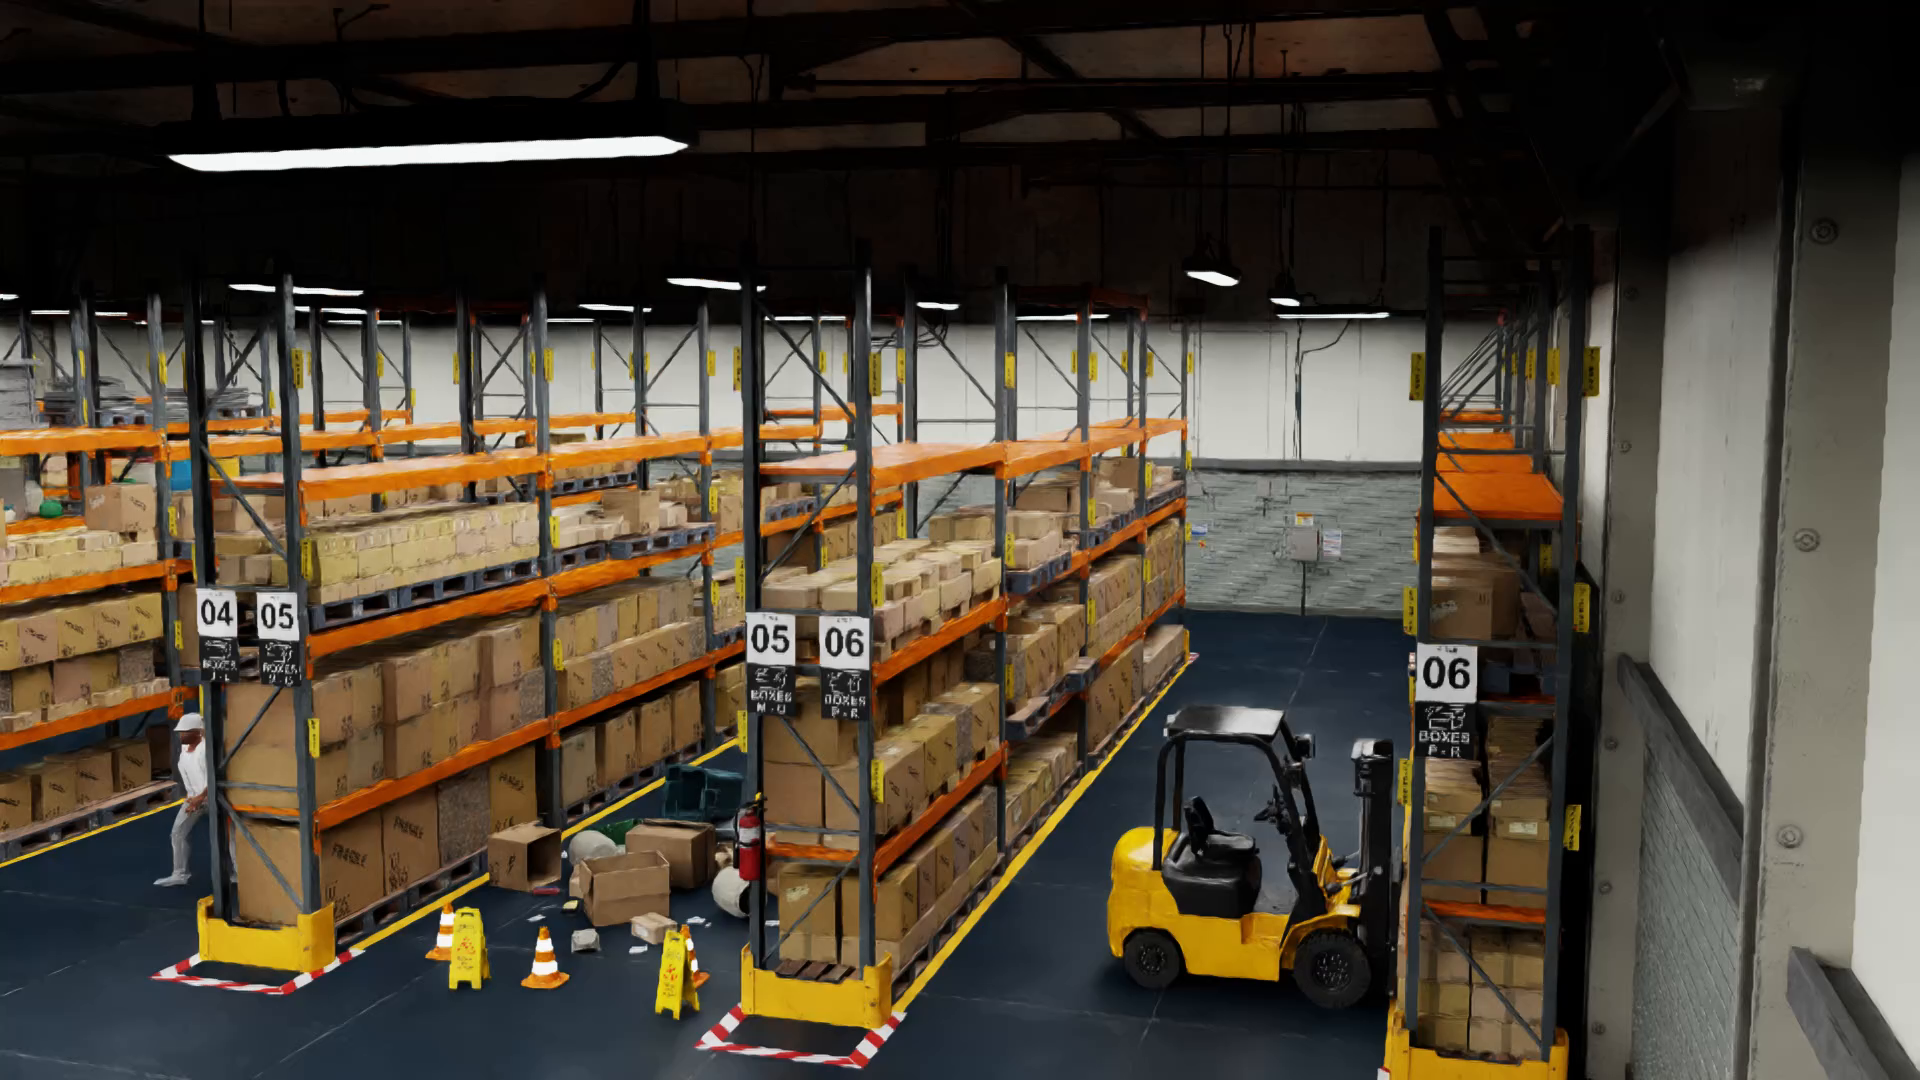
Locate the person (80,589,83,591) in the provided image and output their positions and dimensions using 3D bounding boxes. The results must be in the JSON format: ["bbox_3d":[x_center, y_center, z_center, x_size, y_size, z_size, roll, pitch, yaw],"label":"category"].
[{"bbox_3d":[-14.119,1.375,26.701,0.446,1.590,1.110,2,7,19],"label":"person"}]

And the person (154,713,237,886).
[{"bbox_3d":[-7.341,2.509,16.156,0.707,1.713,0.744,4,7,29],"label":"person"}]
